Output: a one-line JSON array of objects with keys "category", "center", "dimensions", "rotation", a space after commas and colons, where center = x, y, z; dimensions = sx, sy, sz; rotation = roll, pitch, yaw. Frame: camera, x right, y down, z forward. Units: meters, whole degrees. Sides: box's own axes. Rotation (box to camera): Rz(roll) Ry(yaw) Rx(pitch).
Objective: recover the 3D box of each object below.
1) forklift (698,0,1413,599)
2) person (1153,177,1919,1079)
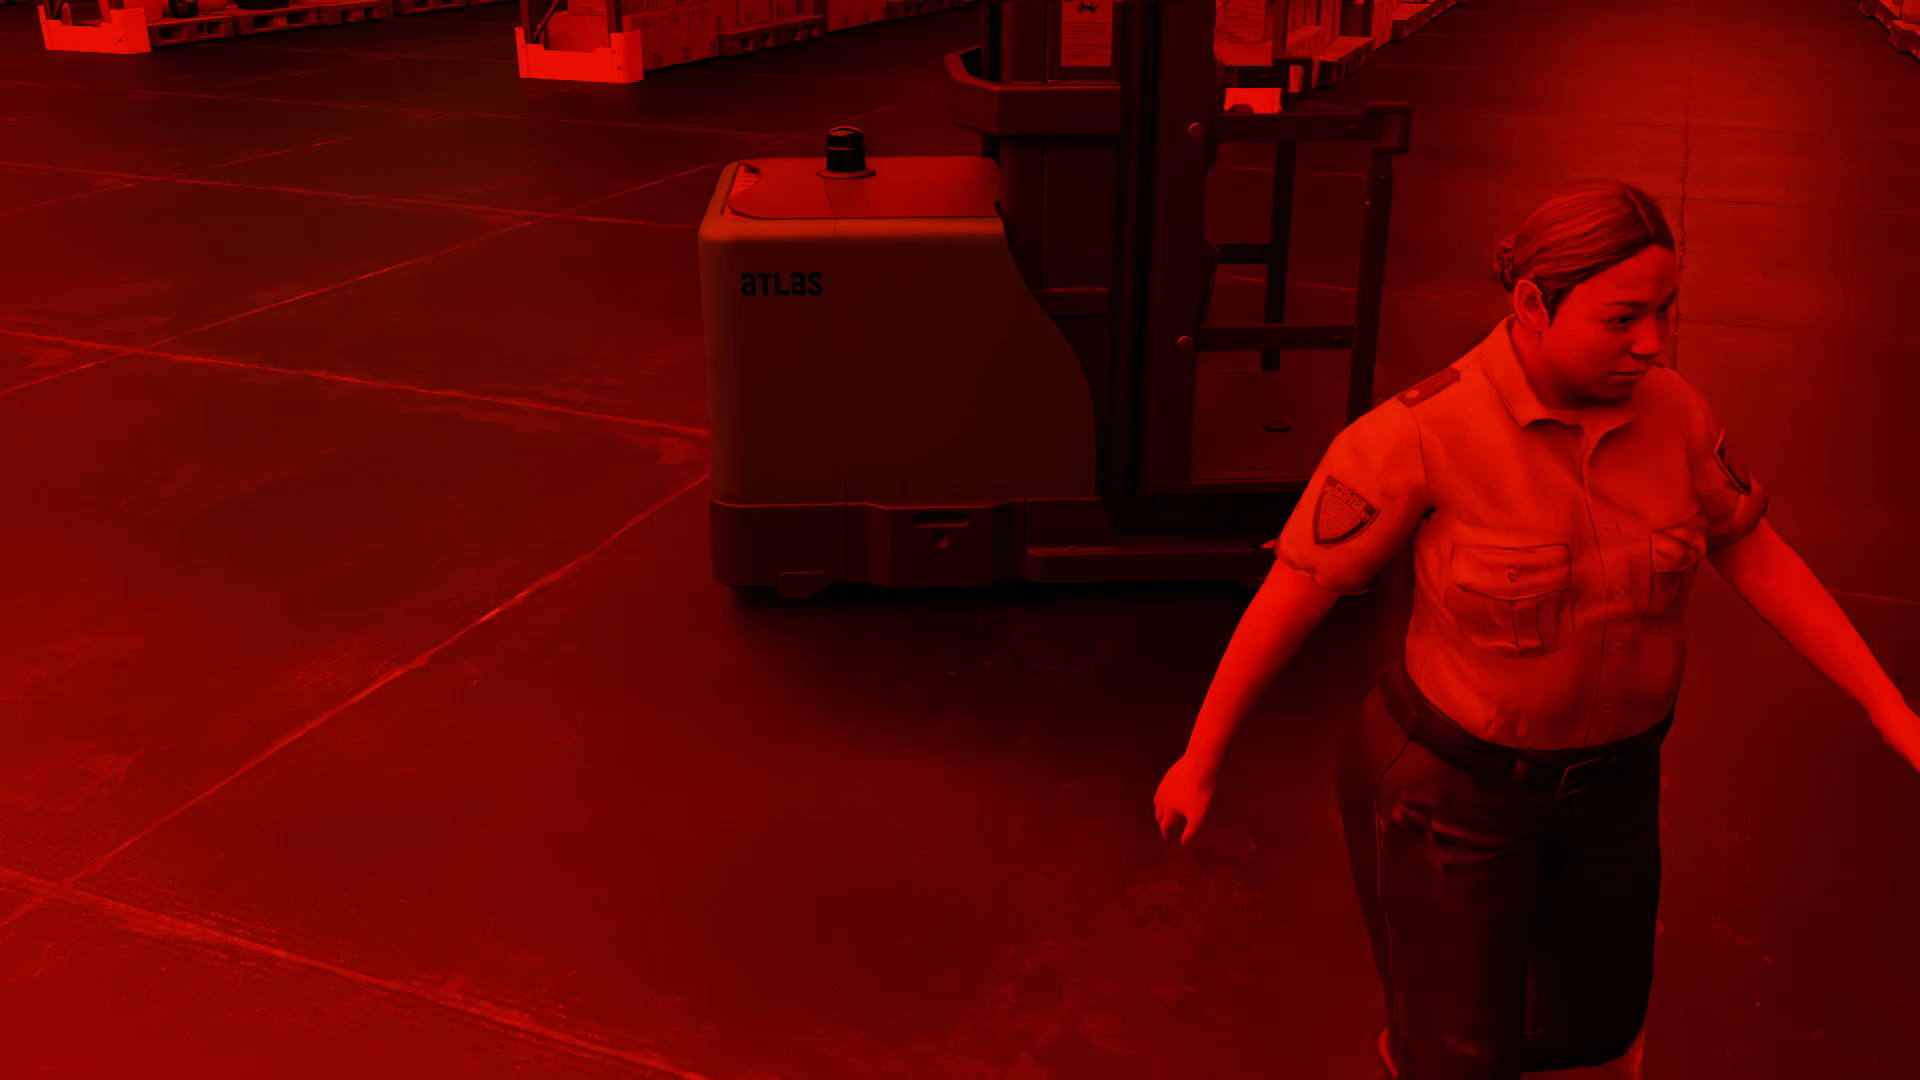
[{"category": "forklift", "center": [0.793, -1.391, 4.620], "dimensions": [3.031, 2.935, 1.130], "rotation": [-1, 23, -3]}, {"category": "person", "center": [0.708, 0.340, 2.187], "dimensions": [0.829, 1.632, 0.689], "rotation": [-7, 24, -17]}]
